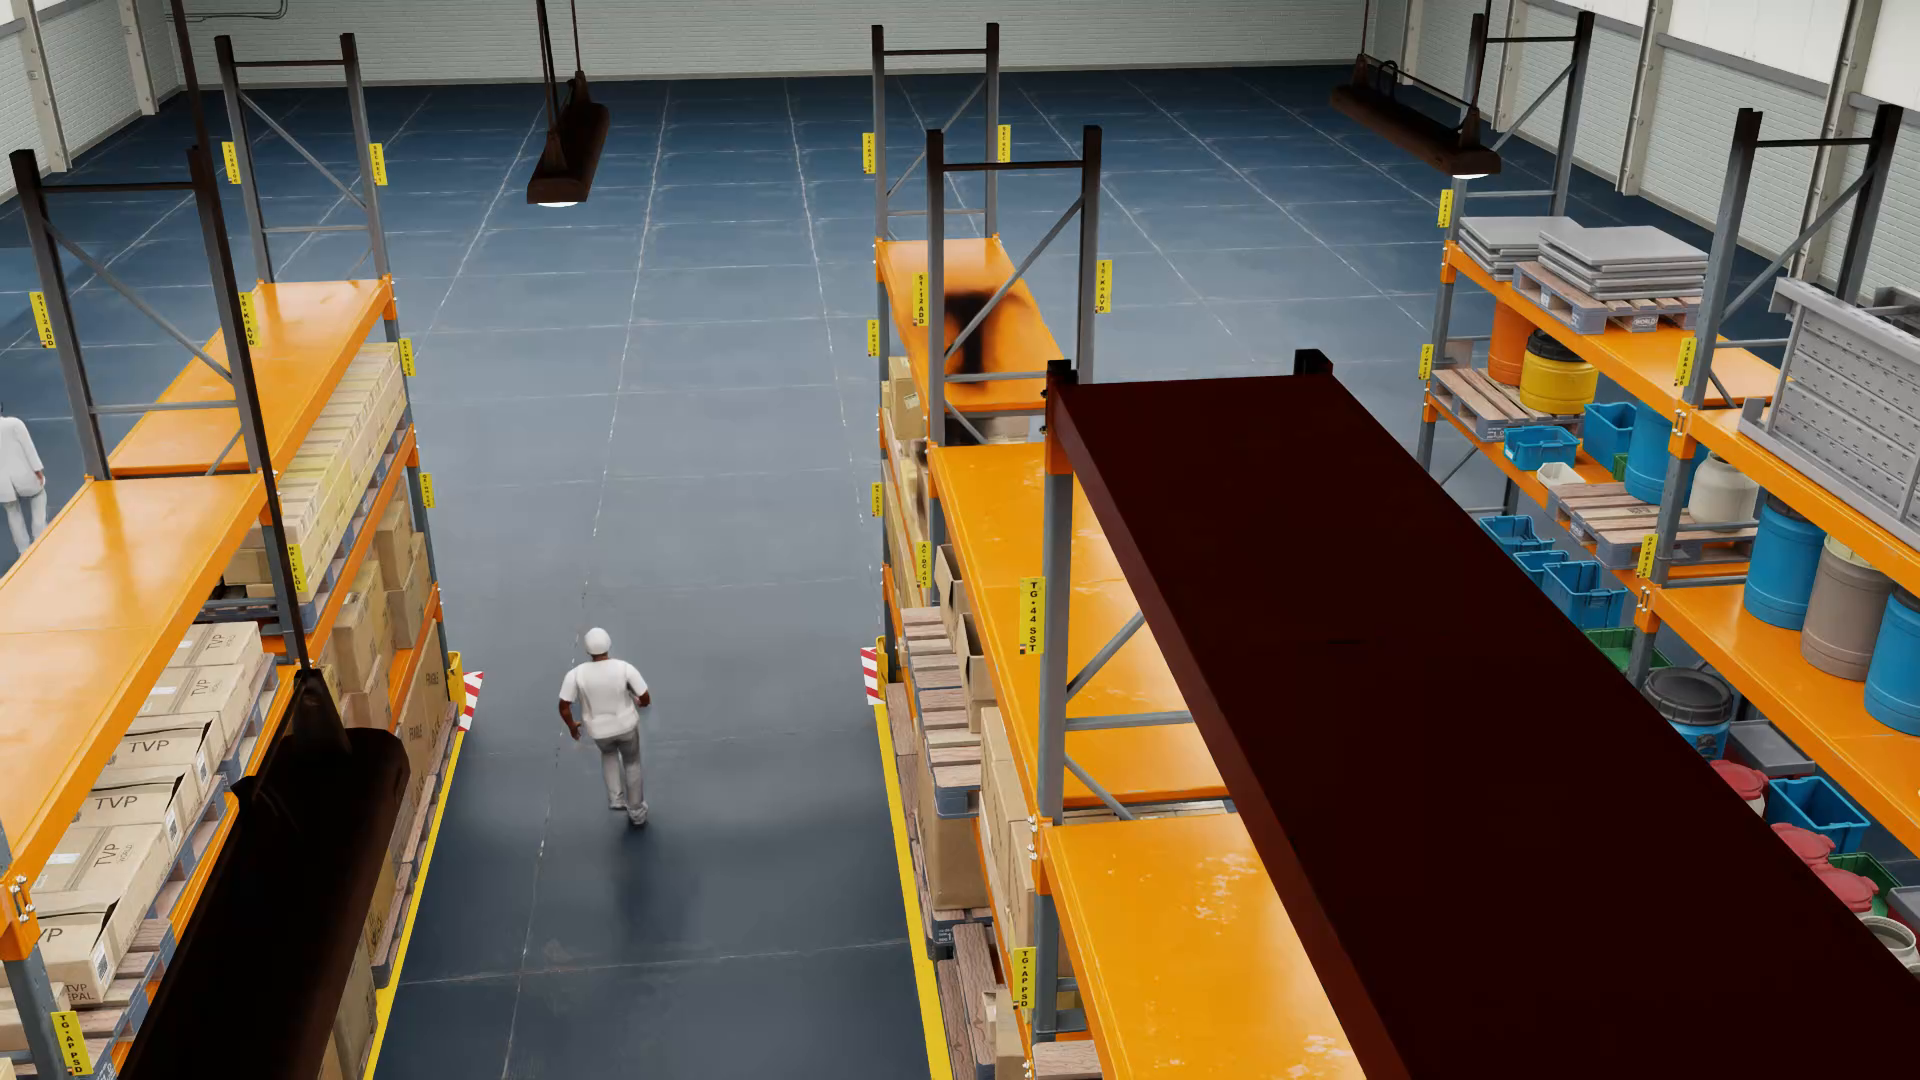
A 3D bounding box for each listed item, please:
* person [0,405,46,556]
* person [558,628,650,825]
[{"bbox_3d":[-10.231,-0.671,17.933,0.681,1.736,0.792,-11,28,-22],"label":"person"},{"bbox_3d":[-2.839,1.469,13.413,0.710,1.716,0.536,-4,26,-8],"label":"person"}]
